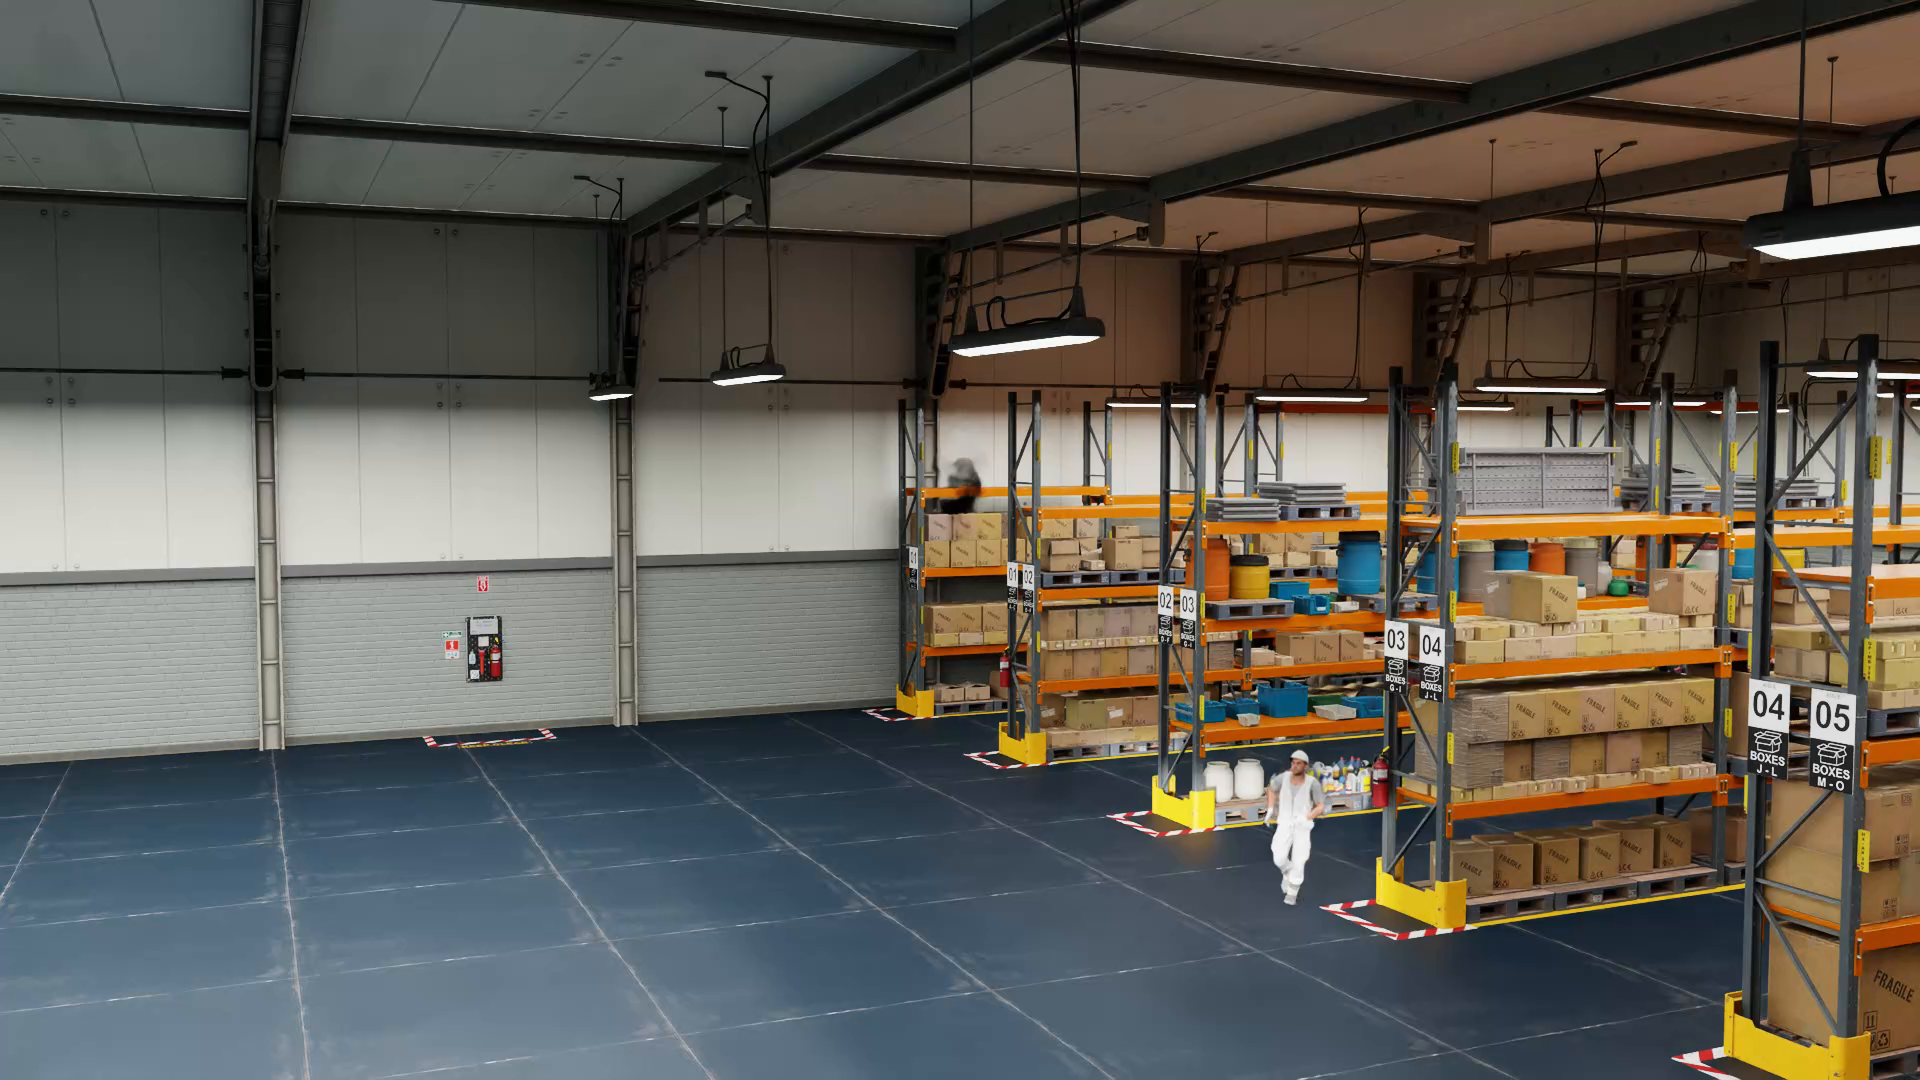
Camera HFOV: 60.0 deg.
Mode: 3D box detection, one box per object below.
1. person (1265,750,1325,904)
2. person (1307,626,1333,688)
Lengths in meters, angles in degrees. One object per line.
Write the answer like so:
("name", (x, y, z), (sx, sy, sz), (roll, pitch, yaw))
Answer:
("person", (3.730, 3.211, 18.567), (0.671, 1.739, 0.534), (1, 4, 20))
("person", (6.906, 2.462, 31.843), (0.541, 1.723, 0.641), (-2, 4, -28))
